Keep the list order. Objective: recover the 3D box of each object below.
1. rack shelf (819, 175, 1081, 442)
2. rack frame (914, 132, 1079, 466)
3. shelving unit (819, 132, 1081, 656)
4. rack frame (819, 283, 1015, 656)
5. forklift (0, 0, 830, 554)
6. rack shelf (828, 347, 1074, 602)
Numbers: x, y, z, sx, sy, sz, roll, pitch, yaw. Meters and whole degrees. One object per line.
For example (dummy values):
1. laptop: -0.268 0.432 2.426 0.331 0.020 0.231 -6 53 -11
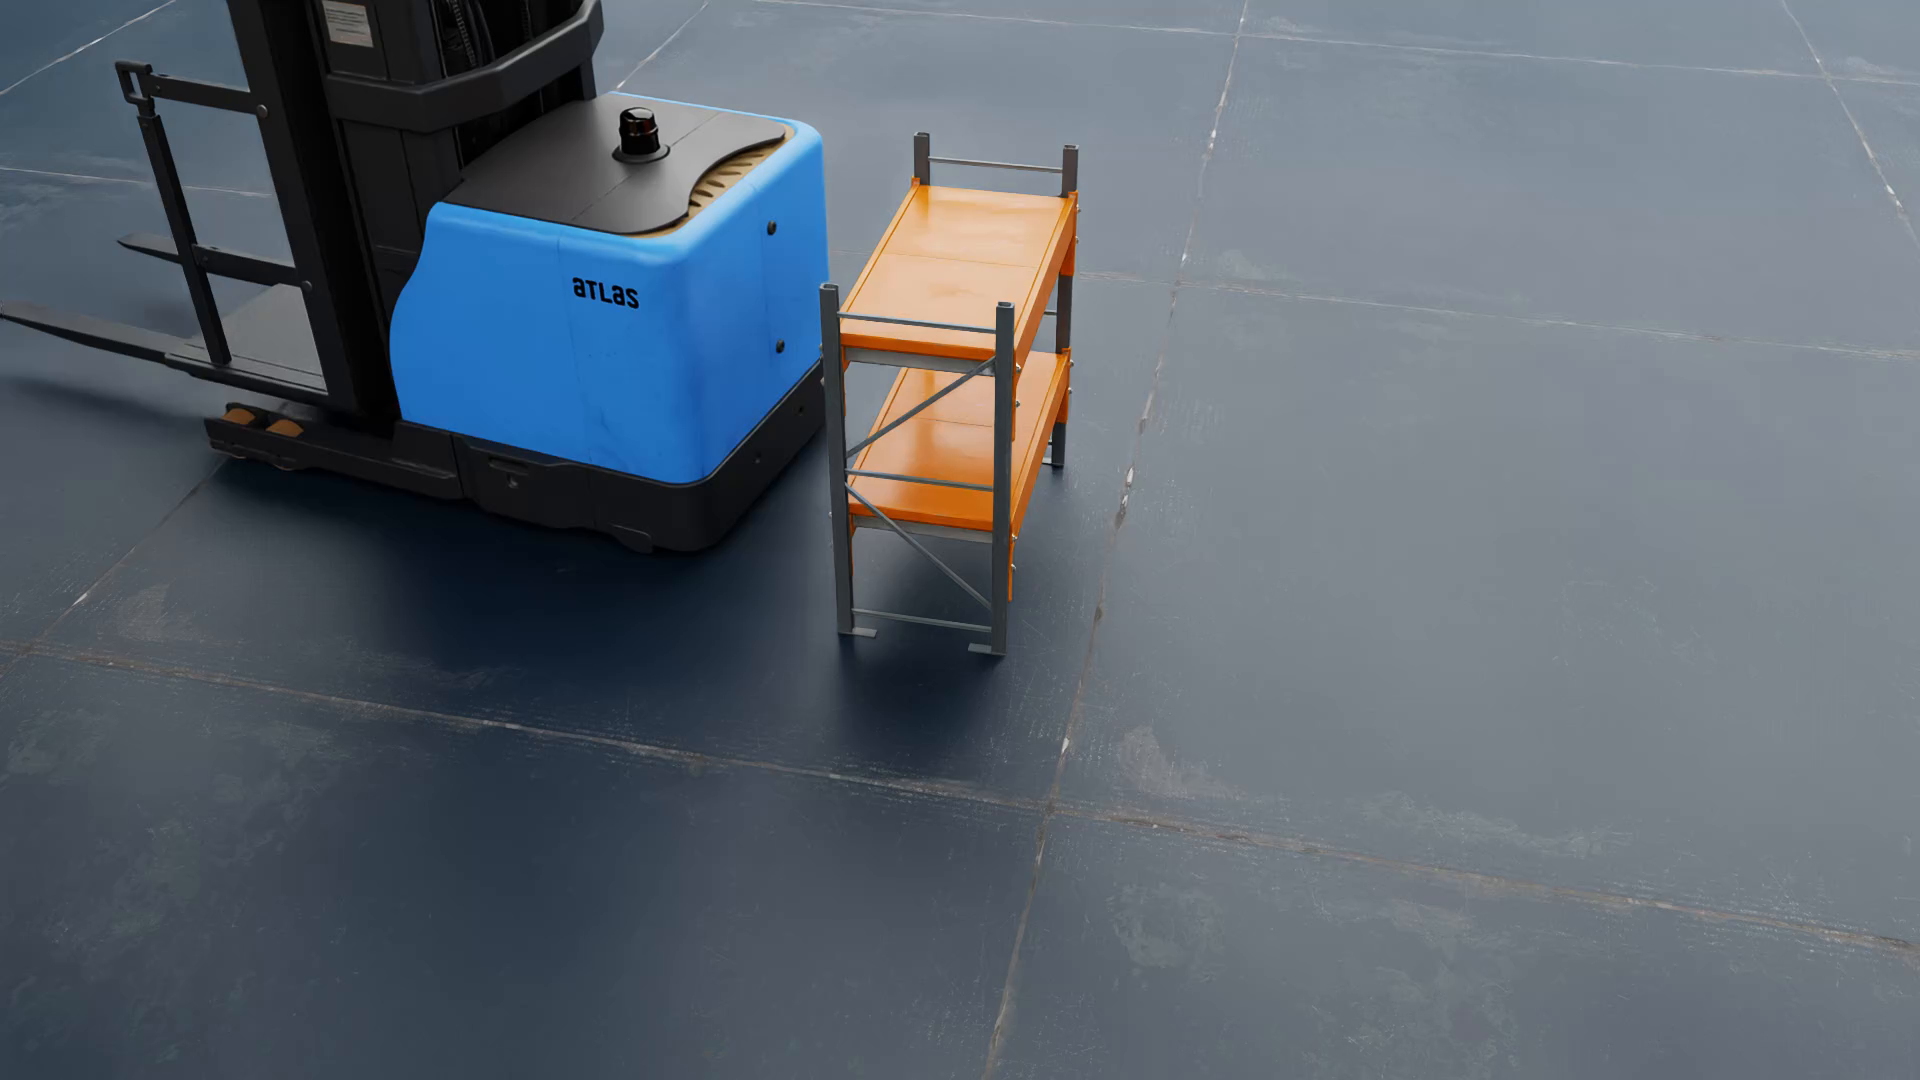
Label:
1. rack shelf: -0.001 -0.689 4.743 0.538 0.278 1.000 7 37 10
2. rack frame: 0.107 -0.743 5.317 0.500 1.125 0.032 7 37 10
3. shelving unit: -0.001 -0.452 4.915 0.538 1.125 1.048 7 37 10
4. rack frame: -0.110 -0.160 4.512 0.500 1.125 0.032 7 37 10
5. forklift: -1.986 -1.691 5.086 3.031 2.935 1.130 13 38 18
6. rack shelf: -0.001 -0.254 5.058 0.538 0.278 1.000 7 37 10
